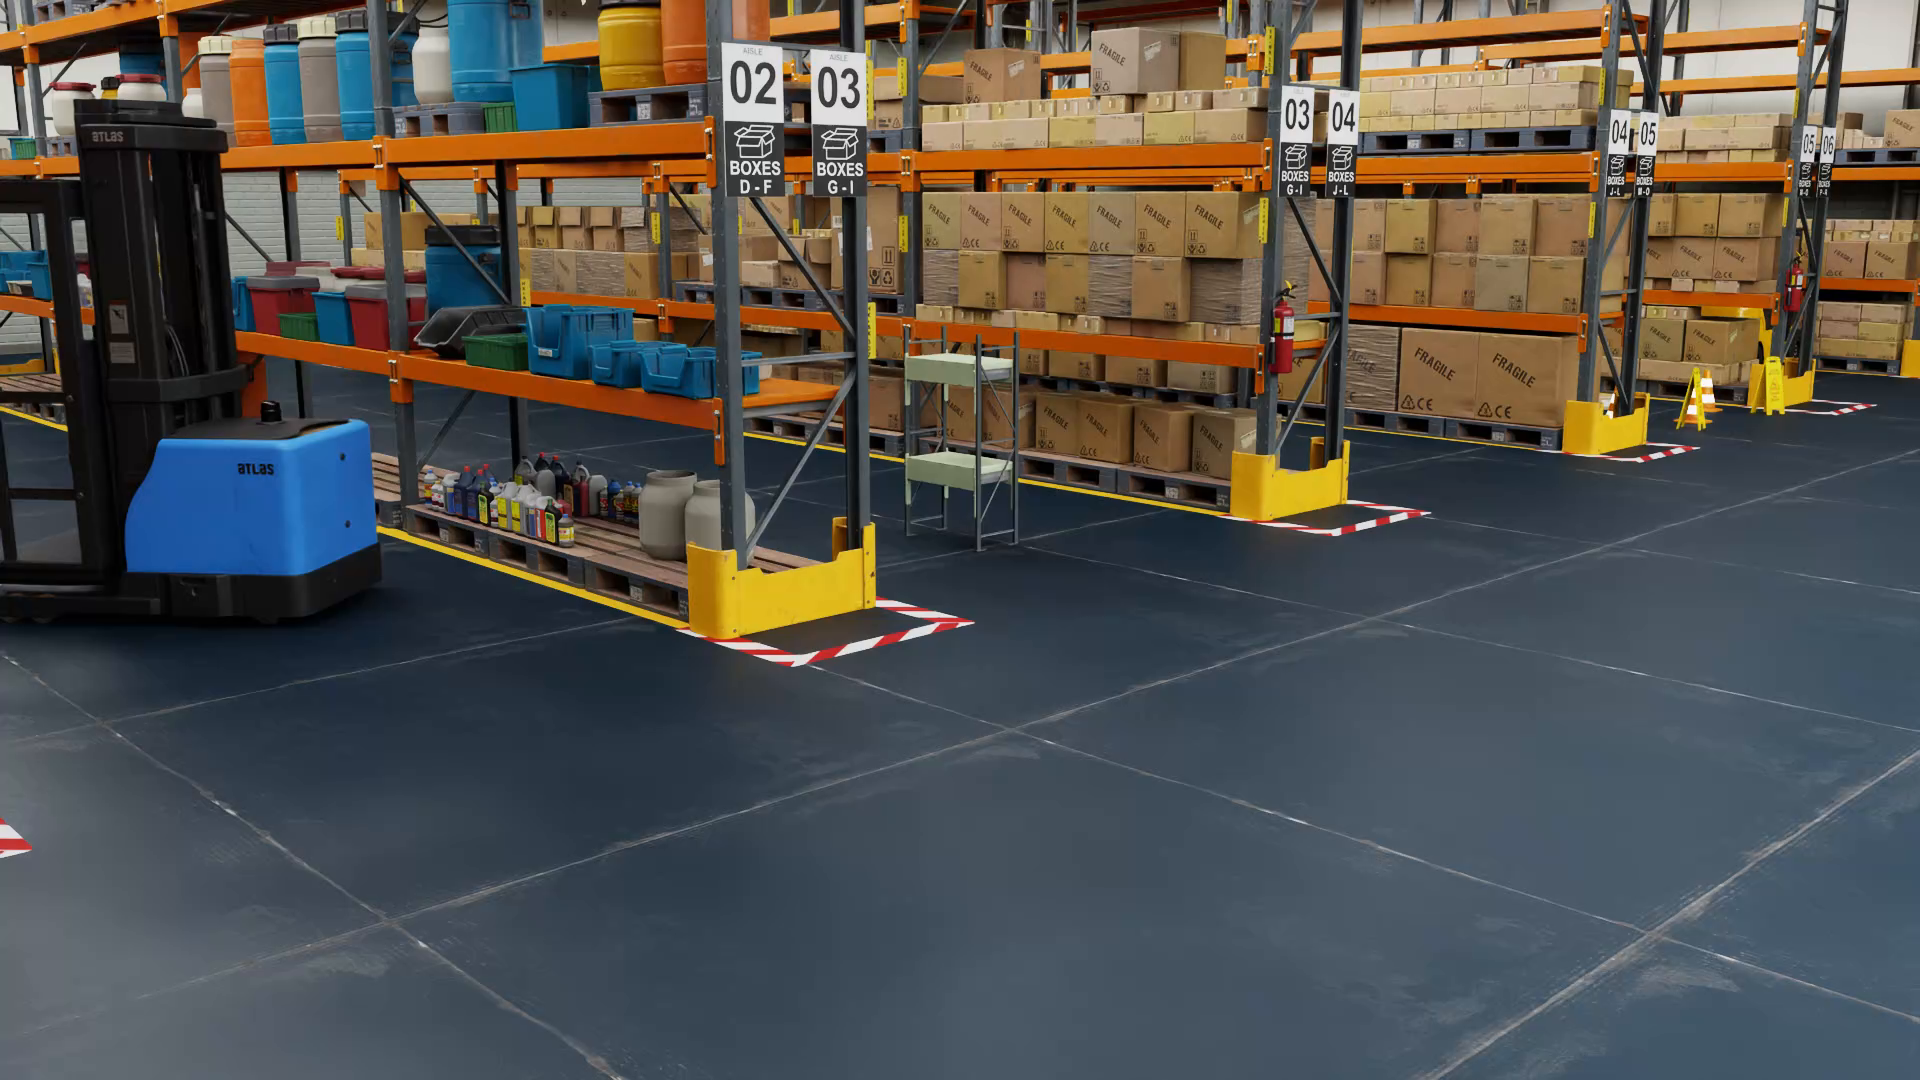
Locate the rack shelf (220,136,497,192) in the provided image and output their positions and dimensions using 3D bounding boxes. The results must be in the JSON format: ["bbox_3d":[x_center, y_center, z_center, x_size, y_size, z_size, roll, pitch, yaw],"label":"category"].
[{"bbox_3d":[-5.077,-3.005,13.413,1.077,0.370,4.000,-11,16,-43],"label":"rack shelf"}]

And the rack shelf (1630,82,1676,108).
[{"bbox_3d":[9.260,-7.042,26.564,1.077,0.370,4.000,-11,16,-43],"label":"rack shelf"}]

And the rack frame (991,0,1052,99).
[{"bbox_3d":[0.781,-6.485,21.088,1.000,3.000,0.127,-11,16,-43],"label":"rack frame"}]

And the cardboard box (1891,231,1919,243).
[{"bbox_3d":[12.961,-4.154,22.786,0.380,0.149,0.250,-11,16,-42],"label":"cardboard box"}]

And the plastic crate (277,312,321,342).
[{"bbox_3d":[-5.103,-1.707,13.291,0.450,0.188,0.662,-11,16,-43],"label":"plastic crate"}]

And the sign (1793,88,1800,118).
[{"bbox_3d":[9.401,-4.912,18.693,0.100,0.325,0.005,-11,16,-43],"label":"sign"}]

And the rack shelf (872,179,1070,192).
[{"bbox_3d":[0.148,-6.244,29.133,1.077,0.370,4.000,-11,16,-43],"label":"rack shelf"}]

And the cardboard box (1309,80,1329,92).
[{"bbox_3d":[3.900,-4.780,17.602,0.380,0.149,0.250,-11,16,-43],"label":"cardboard box"}]

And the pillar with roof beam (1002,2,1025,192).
[{"bbox_3d":[-1.970,-8.969,33.142,9.100,9.000,0.548,-11,16,-43],"label":"pillar with roof beam"}]

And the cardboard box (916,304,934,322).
[{"bbox_3d":[-0.183,-2.090,15.246,0.380,0.149,0.250,-11,16,-43],"label":"cardboard box"}]

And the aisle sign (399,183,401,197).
[{"bbox_3d":[-8.234,-5.363,24.069,0.394,0.787,0.004,-11,16,-43],"label":"aisle sign"}]

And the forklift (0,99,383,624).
[{"bbox_3d":[-5.145,-1.063,9.805,3.031,2.935,1.130,1,12,6],"label":"forklift"}]

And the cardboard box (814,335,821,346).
[{"bbox_3d":[-2.001,-3.038,25.247,0.250,0.149,0.380,11,16,43],"label":"cardboard box"}]

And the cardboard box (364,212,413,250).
[{"bbox_3d":[-7.920,-4.297,23.110,0.500,0.500,0.500,11,16,44],"label":"cardboard box"}]

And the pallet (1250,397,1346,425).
[{"bbox_3d":[4.012,-1.475,18.549,1.003,0.211,1.213,-11,16,-43],"label":"pallet"}]

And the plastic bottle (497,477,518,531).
[{"bbox_3d":[-3.015,-0.249,11.162,0.144,0.351,0.185,-11,16,-43],"label":"plastic bottle"}]

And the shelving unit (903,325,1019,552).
[{"bbox_3d":[0.005,-0.734,11.755,0.431,1.500,0.755,-11,16,-43],"label":"shelving unit"}]

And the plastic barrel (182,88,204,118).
[{"bbox_3d":[-6.466,-3.616,14.319,0.421,0.512,0.421,0,12,0],"label":"plastic barrel"}]

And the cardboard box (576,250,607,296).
[{"bbox_3d":[-4.097,-3.106,19.305,0.500,0.500,0.500,11,16,43],"label":"cardboard box"}]

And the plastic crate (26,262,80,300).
[{"bbox_3d":[-9.790,-2.806,17.989,0.392,0.384,0.575,-11,16,-43],"label":"plastic crate"}]

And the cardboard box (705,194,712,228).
[{"bbox_3d":[-3.575,-5.071,25.626,0.500,0.500,0.500,11,16,43],"label":"cardboard box"}]

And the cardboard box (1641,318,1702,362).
[{"bbox_3d":[8.711,-2.466,20.364,0.500,0.500,0.500,-10,15,-40],"label":"cardboard box"}]

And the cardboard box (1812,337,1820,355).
[{"bbox_3d":[12.175,-2.808,23.879,0.500,0.250,0.500,-11,16,-42],"label":"cardboard box"}]

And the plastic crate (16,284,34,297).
[{"bbox_3d":[-10.188,-2.784,18.526,0.437,0.125,0.590,-11,16,-43],"label":"plastic crate"}]

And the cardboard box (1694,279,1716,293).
[{"bbox_3d":[8.986,-3.047,19.892,0.380,0.149,0.250,-11,16,-44],"label":"cardboard box"}]

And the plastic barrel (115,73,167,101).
[{"bbox_3d":[-7.792,-4.159,15.855,0.433,0.535,0.433,0,12,0],"label":"plastic barrel"}]

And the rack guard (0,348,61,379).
[{"bbox_3d":[-12.009,-2.125,20.987,1.175,0.500,0.348,-11,16,-43],"label":"rack guard"}]

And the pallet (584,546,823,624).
[{"bbox_3d":[-1.578,0.229,10.275,1.003,0.211,1.213,-11,16,-43],"label":"pallet"}]

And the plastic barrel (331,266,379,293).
[{"bbox_3d":[-5.004,-2.003,13.865,0.433,0.535,0.433,0,12,0],"label":"plastic barrel"}]

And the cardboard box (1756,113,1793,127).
[{"bbox_3d":[9.369,-4.829,19.128,0.380,0.149,0.250,-11,16,-42],"label":"cardboard box"}]

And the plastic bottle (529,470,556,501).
[{"bbox_3d":[-3.000,-0.372,11.942,0.152,0.276,0.135,-11,16,-43],"label":"plastic bottle"}]

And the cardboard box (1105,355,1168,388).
[{"bbox_3d":[2.386,-2.286,20.109,1.050,0.750,0.750,-11,16,-43],"label":"cardboard box"}]

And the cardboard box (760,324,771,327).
[{"bbox_3d":[-2.798,-3.314,25.114,0.380,0.149,0.250,-11,16,-43],"label":"cardboard box"}]

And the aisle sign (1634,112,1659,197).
[{"bbox_3d":[6.571,-3.684,15.917,0.394,0.787,0.004,-11,16,-43],"label":"aisle sign"}]

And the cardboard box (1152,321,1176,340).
[{"bbox_3d":[1.759,-1.697,13.338,0.380,0.149,0.250,-11,16,-43],"label":"cardboard box"}]

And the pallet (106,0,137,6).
[{"bbox_3d":[-6.934,-4.940,15.046,1.213,0.211,1.003,-11,16,-43],"label":"pallet"}]

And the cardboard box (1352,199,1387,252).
[{"bbox_3d":[4.510,-3.345,17.665,0.875,0.550,0.550,-11,16,-43],"label":"cardboard box"}]

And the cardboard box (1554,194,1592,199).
[{"bbox_3d":[7.865,-4.103,20.929,0.700,0.500,0.500,-11,16,-44],"label":"cardboard box"}]

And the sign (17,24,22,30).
[{"bbox_3d":[-11.597,-6.207,20.538,0.100,0.325,0.005,-11,16,-43],"label":"sign"}]

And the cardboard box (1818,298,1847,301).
[{"bbox_3d":[12.523,-3.368,24.121,0.500,0.250,0.500,-11,16,-43],"label":"cardboard box"}]

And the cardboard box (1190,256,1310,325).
[{"bbox_3d":[2.288,-1.982,13.111,0.875,0.500,0.500,-11,16,-43],"label":"cardboard box"}]

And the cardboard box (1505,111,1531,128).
[{"bbox_3d":[5.479,-4.056,16.063,0.380,0.149,0.250,-11,16,-42],"label":"cardboard box"}]

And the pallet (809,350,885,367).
[{"bbox_3d":[-1.443,-2.651,24.258,1.003,0.211,1.213,-11,16,-43],"label":"pallet"}]

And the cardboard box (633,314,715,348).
[{"bbox_3d":[-3.338,-2.139,19.085,0.875,0.875,1.225,11,16,43],"label":"cardboard box"}]

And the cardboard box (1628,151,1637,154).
[{"bbox_3d":[8.274,-4.661,20.290,0.380,0.149,0.250,-11,16,-43],"label":"cardboard box"}]

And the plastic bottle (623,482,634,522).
[{"bbox_3d":[-2.266,-0.264,11.433,0.097,0.271,0.097,0,12,0],"label":"plastic bottle"}]

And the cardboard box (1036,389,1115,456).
[{"bbox_3d":[1.020,-1.042,14.689,0.500,0.500,0.500,10,15,40],"label":"cardboard box"}]

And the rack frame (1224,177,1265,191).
[{"bbox_3d":[4.291,-4.251,25.113,1.000,3.000,0.127,-11,16,-43],"label":"rack frame"}]

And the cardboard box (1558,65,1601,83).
[{"bbox_3d":[5.827,-4.372,15.625,0.380,0.149,0.250,-11,16,-42],"label":"cardboard box"}]

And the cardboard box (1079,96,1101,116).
[{"bbox_3d":[1.182,-3.528,13.553,0.250,0.149,0.380,11,16,42],"label":"cardboard box"}]

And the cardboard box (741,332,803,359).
[{"bbox_3d":[-2.018,-2.059,17.719,0.500,0.250,0.500,-9,14,-36],"label":"cardboard box"}]

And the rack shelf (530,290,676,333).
[{"bbox_3d":[-4.257,-2.810,19.899,1.077,0.370,4.000,-11,16,-43],"label":"rack shelf"}]

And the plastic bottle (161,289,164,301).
[{"bbox_3d":[-7.407,-2.198,15.466,0.097,0.271,0.097,0,12,0],"label":"plastic bottle"}]

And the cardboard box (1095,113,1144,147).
[{"bbox_3d":[1.437,-3.282,13.346,0.500,0.250,0.500,-10,16,-41],"label":"cardboard box"}]

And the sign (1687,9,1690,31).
[{"bbox_3d":[11.059,-7.907,25.282,0.100,0.325,0.005,-11,16,-43],"label":"sign"}]

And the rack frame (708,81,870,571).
[{"bbox_3d":[-0.934,-1.013,9.393,1.000,3.000,0.127,-11,16,-43],"label":"rack frame"}]

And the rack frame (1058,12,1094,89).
[{"bbox_3d":[2.354,-9.049,33.534,1.000,3.000,0.127,-11,16,-43],"label":"rack frame"}]

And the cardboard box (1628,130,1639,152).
[{"bbox_3d":[8.209,-4.884,20.386,0.500,0.250,0.500,-11,16,-42],"label":"cardboard box"}]
